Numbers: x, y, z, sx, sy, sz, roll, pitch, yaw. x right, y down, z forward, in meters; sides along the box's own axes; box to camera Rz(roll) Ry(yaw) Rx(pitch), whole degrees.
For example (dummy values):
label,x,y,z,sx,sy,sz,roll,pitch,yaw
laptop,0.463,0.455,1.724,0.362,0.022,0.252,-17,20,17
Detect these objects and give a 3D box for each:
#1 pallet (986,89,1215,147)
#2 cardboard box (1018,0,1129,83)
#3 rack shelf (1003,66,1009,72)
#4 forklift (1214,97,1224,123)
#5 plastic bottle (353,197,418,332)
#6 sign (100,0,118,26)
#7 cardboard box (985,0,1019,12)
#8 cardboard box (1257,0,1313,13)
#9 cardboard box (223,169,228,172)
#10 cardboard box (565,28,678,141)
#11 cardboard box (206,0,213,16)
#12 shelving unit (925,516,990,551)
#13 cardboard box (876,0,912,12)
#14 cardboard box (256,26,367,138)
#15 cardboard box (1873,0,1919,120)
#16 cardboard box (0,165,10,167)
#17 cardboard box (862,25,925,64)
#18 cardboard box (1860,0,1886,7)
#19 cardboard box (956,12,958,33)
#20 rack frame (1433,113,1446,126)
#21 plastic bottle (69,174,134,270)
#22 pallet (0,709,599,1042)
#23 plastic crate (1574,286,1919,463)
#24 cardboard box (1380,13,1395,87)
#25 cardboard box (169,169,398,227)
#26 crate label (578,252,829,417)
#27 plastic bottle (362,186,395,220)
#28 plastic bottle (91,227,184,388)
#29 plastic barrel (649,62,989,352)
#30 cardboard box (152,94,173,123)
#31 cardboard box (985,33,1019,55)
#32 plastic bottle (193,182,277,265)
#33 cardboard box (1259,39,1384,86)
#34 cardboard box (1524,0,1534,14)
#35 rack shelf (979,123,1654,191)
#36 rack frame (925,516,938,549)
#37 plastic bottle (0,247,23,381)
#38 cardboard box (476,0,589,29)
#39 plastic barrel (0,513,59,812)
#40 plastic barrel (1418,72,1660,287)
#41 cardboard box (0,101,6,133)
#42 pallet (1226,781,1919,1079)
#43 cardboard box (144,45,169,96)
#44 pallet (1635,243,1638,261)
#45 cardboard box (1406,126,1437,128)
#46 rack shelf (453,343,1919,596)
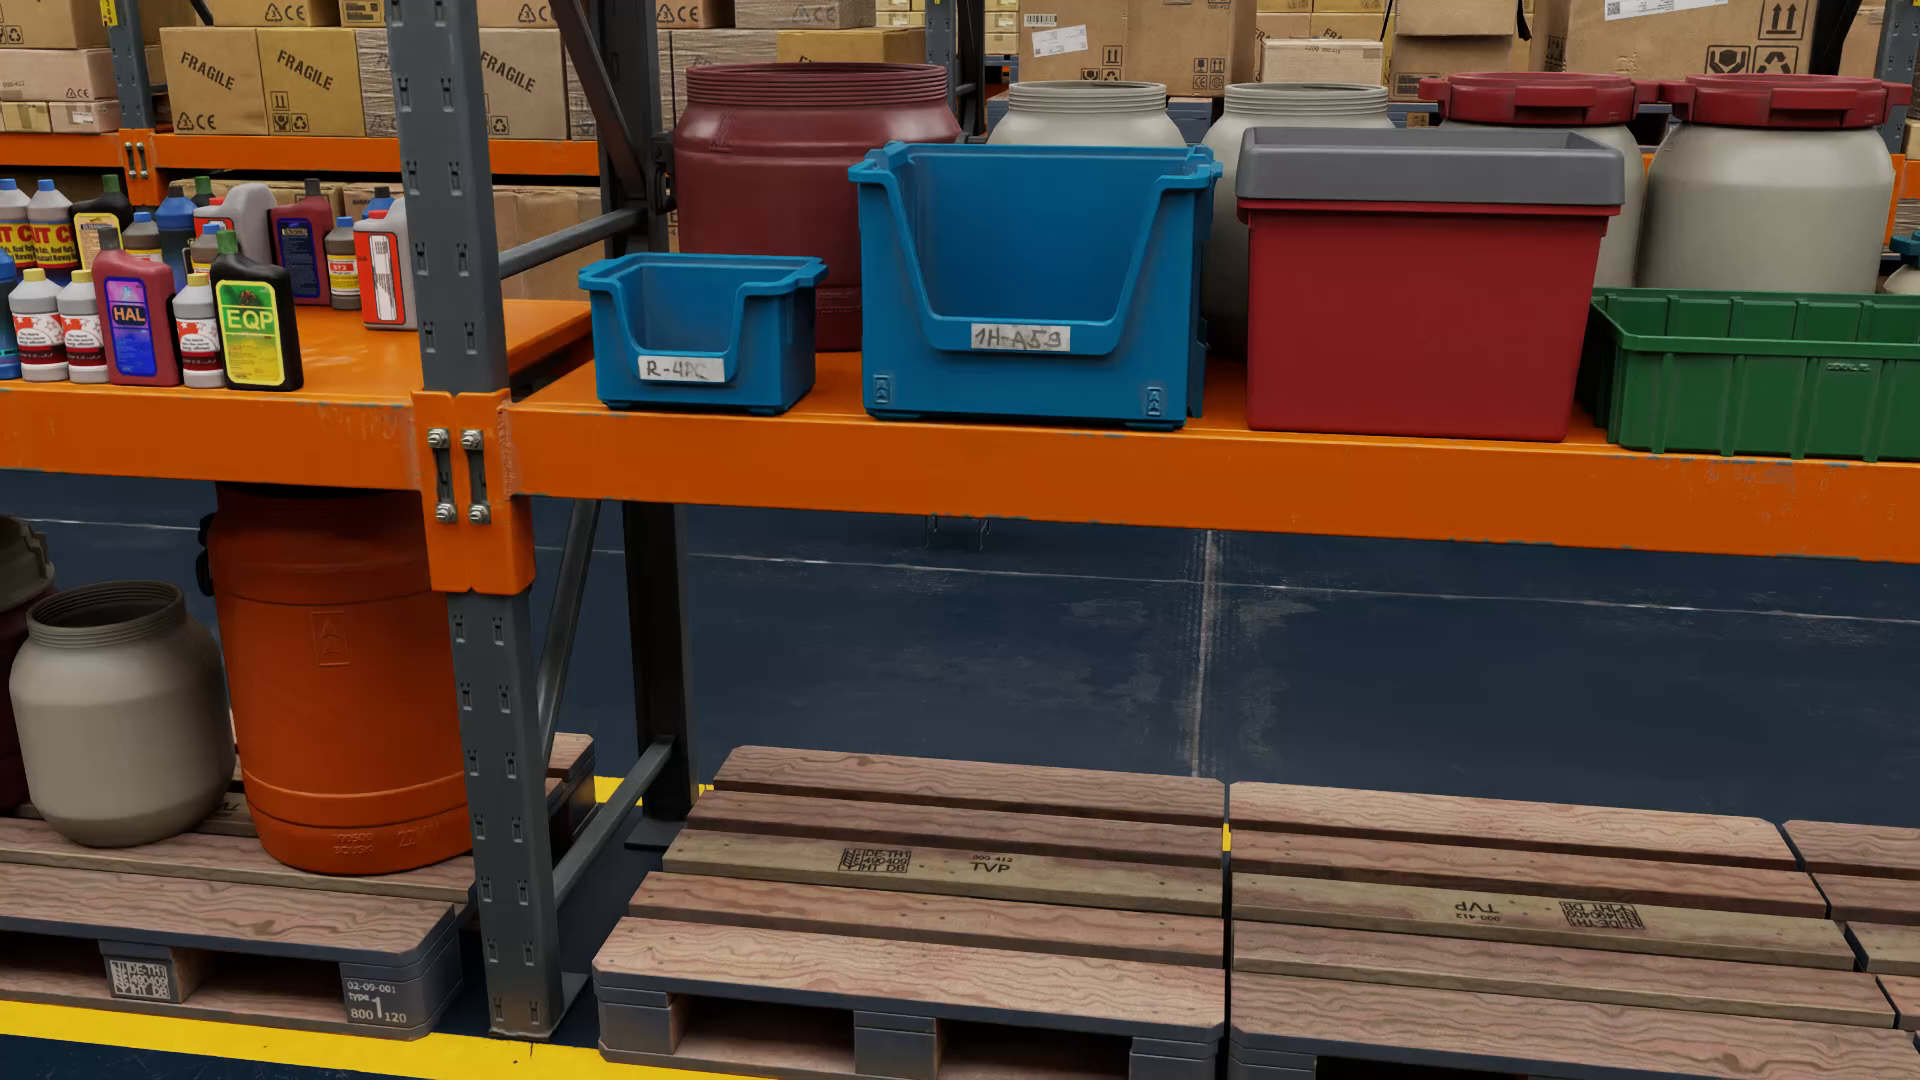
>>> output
label,x,y,z,sx,sy,sz,roll,pitch,yaw
pallet,0.706,-2.039,7.971,1.003,0.211,1.213,3,19,9
cardboard box,0.525,-2.364,7.822,0.500,0.500,0.500,1,19,2
rack shelf,-0.418,-4.996,17.642,4.000,0.370,1.077,3,19,9
forklift,1.017,-2.815,10.096,3.031,2.935,1.130,3,19,9
plastic bottle,-1.201,-0.597,3.556,0.135,0.276,0.152,3,19,9
sign,-4.051,-2.608,7.880,0.005,0.325,0.100,3,19,9
cardboard box,0.315,-3.924,12.100,0.250,0.149,0.380,2,19,6
cardboard box,2.320,-4.127,12.176,0.500,0.500,0.700,3,19,8
cardboard box,-6.044,-3.051,13.588,0.250,0.149,0.380,3,19,9
cardboard box,-1.546,-2.179,7.930,0.500,0.500,0.500,2,19,7
cardboard box,-5.614,-4.115,13.249,0.500,0.500,0.500,3,19,9
shelving unit,-0.008,-0.427,6.162,0.210,0.900,0.258,3,19,9
cardboard box,-0.455,-3.963,12.216,0.250,0.149,0.380,3,19,10
cardboard box,-3.053,-2.254,8.156,0.500,0.500,0.500,3,19,9
cardboard box,4.369,-2.077,7.158,0.500,0.500,0.875,3,19,9
cardboard box,-5.492,-1.629,9.130,0.875,0.875,0.875,3,19,9
cardboard box,-0.452,-2.289,8.260,0.500,0.500,0.500,3,19,10
cardboard box,6.253,-3.972,11.509,0.550,0.550,0.875,3,19,9
cardboard box,0.048,-3.797,12.190,0.250,0.149,0.380,4,19,11
rack frame,6.290,-6.591,21.274,0.127,3.000,1.000,3,19,9
plastic bottle,-1.986,-0.704,3.864,0.133,0.283,0.061,3,19,9
pallet,-1.586,0.715,3.833,1.213,0.211,1.003,3,19,9
plastic crate,1.385,-0.278,2.740,0.662,0.188,0.450,3,19,9
cardboard box,3.265,-3.520,11.940,0.500,0.500,0.500,3,19,9
cardboard box,-3.329,-1.499,8.743,0.875,0.875,1.225,3,19,9
crate label,-0.444,-0.362,2.923,0.416,0.233,0.303,3,19,9
plastic bottle,-1.287,-0.657,3.742,0.097,0.271,0.097,0,18,0
plastic bottle,-1.495,-0.423,3.025,0.133,0.283,0.061,3,19,9
plastic barrel,-0.294,-0.717,3.503,0.708,0.536,0.600,3,19,9
cardboard box,-4.204,-2.333,8.946,0.250,0.149,0.380,3,19,9
cardboard box,0.312,-3.642,12.194,0.250,0.149,0.380,3,19,10
plastic bottle,-1.633,-0.668,3.768,0.135,0.276,0.152,3,19,9
cardboard box,1.603,-2.104,7.438,0.500,0.250,0.500,2,19,7
cardboard box,3.822,-4.050,11.946,0.500,0.500,0.700,3,19,8
rack shelf,1.960,-1.690,7.762,4.000,0.370,1.077,3,19,9
rack frame,-0.108,-0.432,6.177,0.006,0.900,0.240,3,19,9
plastic bottle,-1.799,-0.439,3.091,0.097,0.271,0.097,0,18,0
cardboard box,-2.040,-2.763,8.094,0.637,0.503,0.797,4,19,10
plastic barrel,-2.401,0.288,3.854,0.708,0.588,0.600,3,19,9
plastic barrel,1.087,-0.619,3.212,0.433,0.535,0.433,0,18,0
cardboard box,-4.825,-2.153,8.406,0.250,0.149,0.380,3,19,8
pallet,1.159,0.855,3.415,1.213,0.211,1.003,3,19,9
cardboard box,-4.387,-2.509,8.842,0.500,0.250,0.500,3,19,8
pallet,5.559,-2.095,12.230,1.213,0.211,1.003,3,19,9
cardboard box,3.242,-2.665,12.424,0.750,0.750,1.050,3,19,9
rack shelf,1.174,-0.139,3.124,4.000,0.370,1.077,3,19,9
